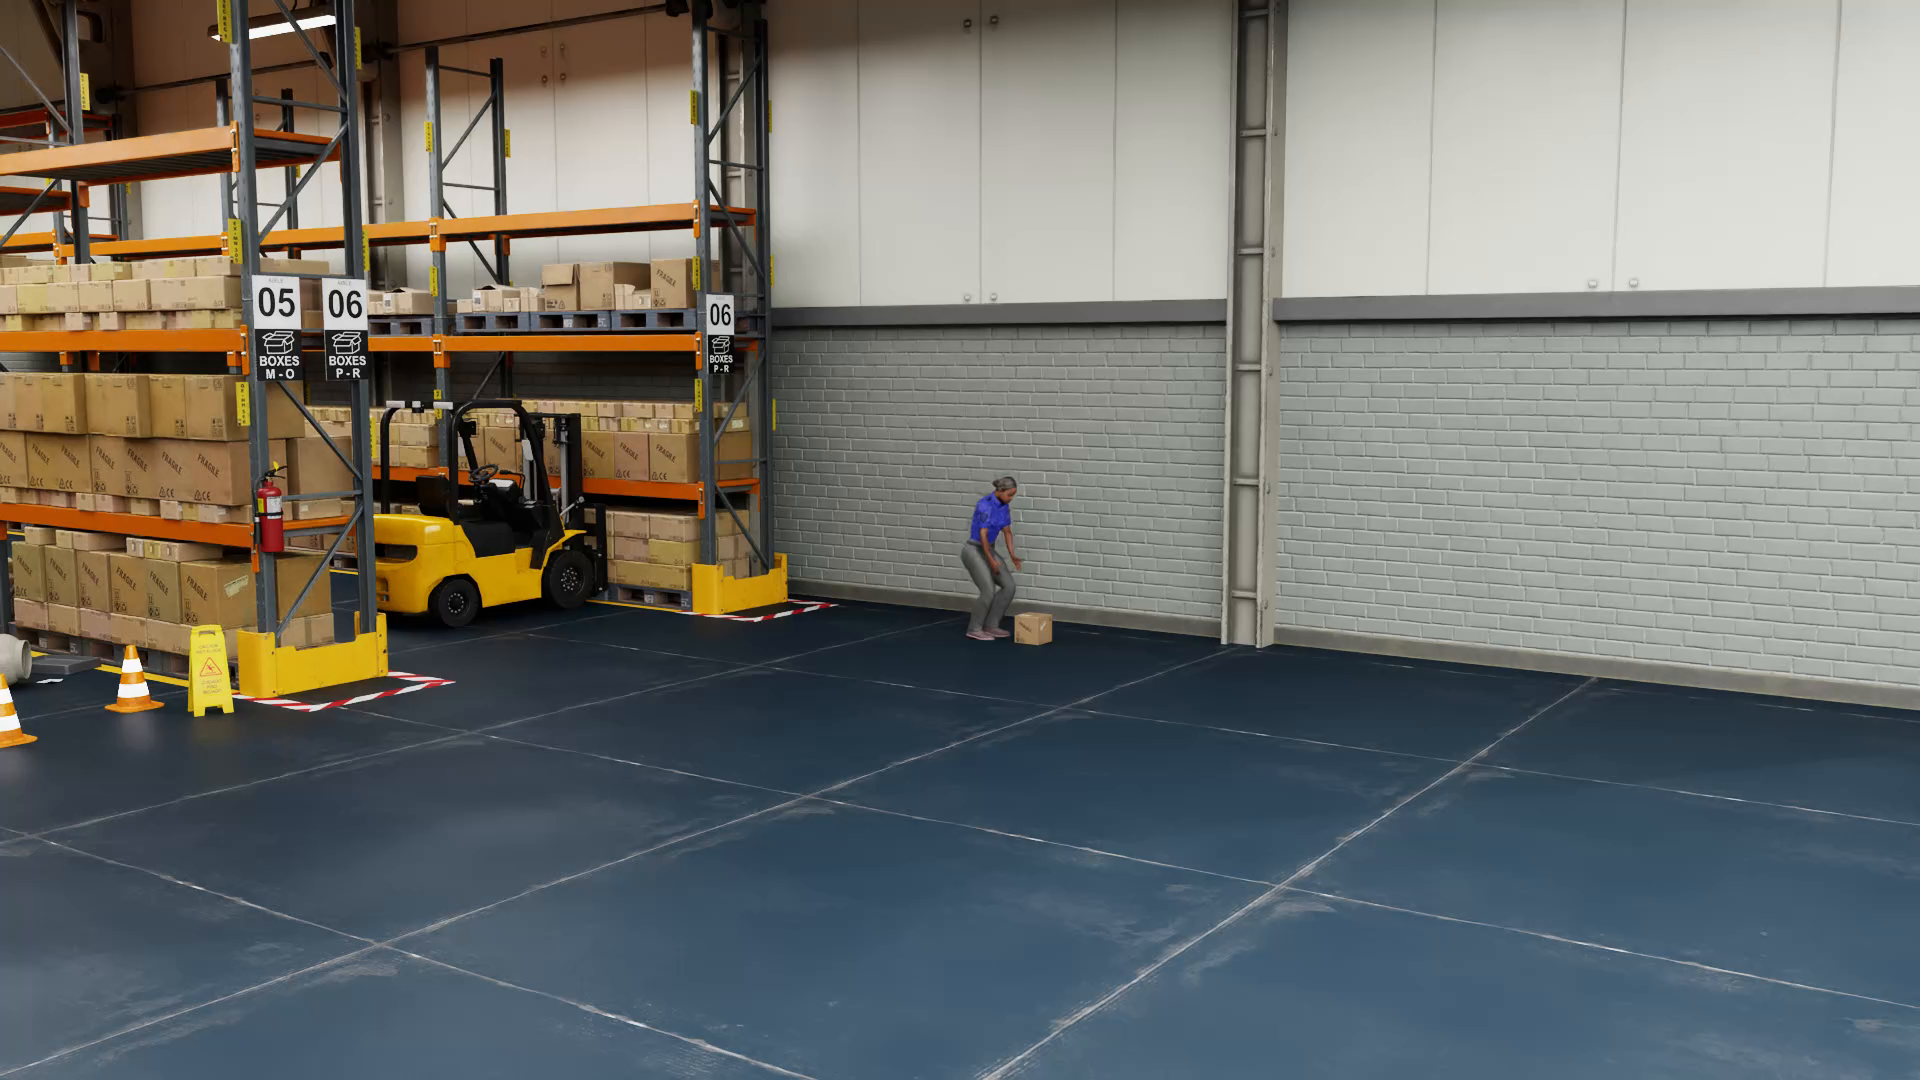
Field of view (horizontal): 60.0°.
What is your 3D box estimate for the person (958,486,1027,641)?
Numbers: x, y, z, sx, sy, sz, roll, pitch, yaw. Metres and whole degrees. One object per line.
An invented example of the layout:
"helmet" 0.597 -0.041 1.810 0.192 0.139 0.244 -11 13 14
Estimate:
"person" 0.309 0.204 15.348 0.598 1.416 0.493 4 8 34
